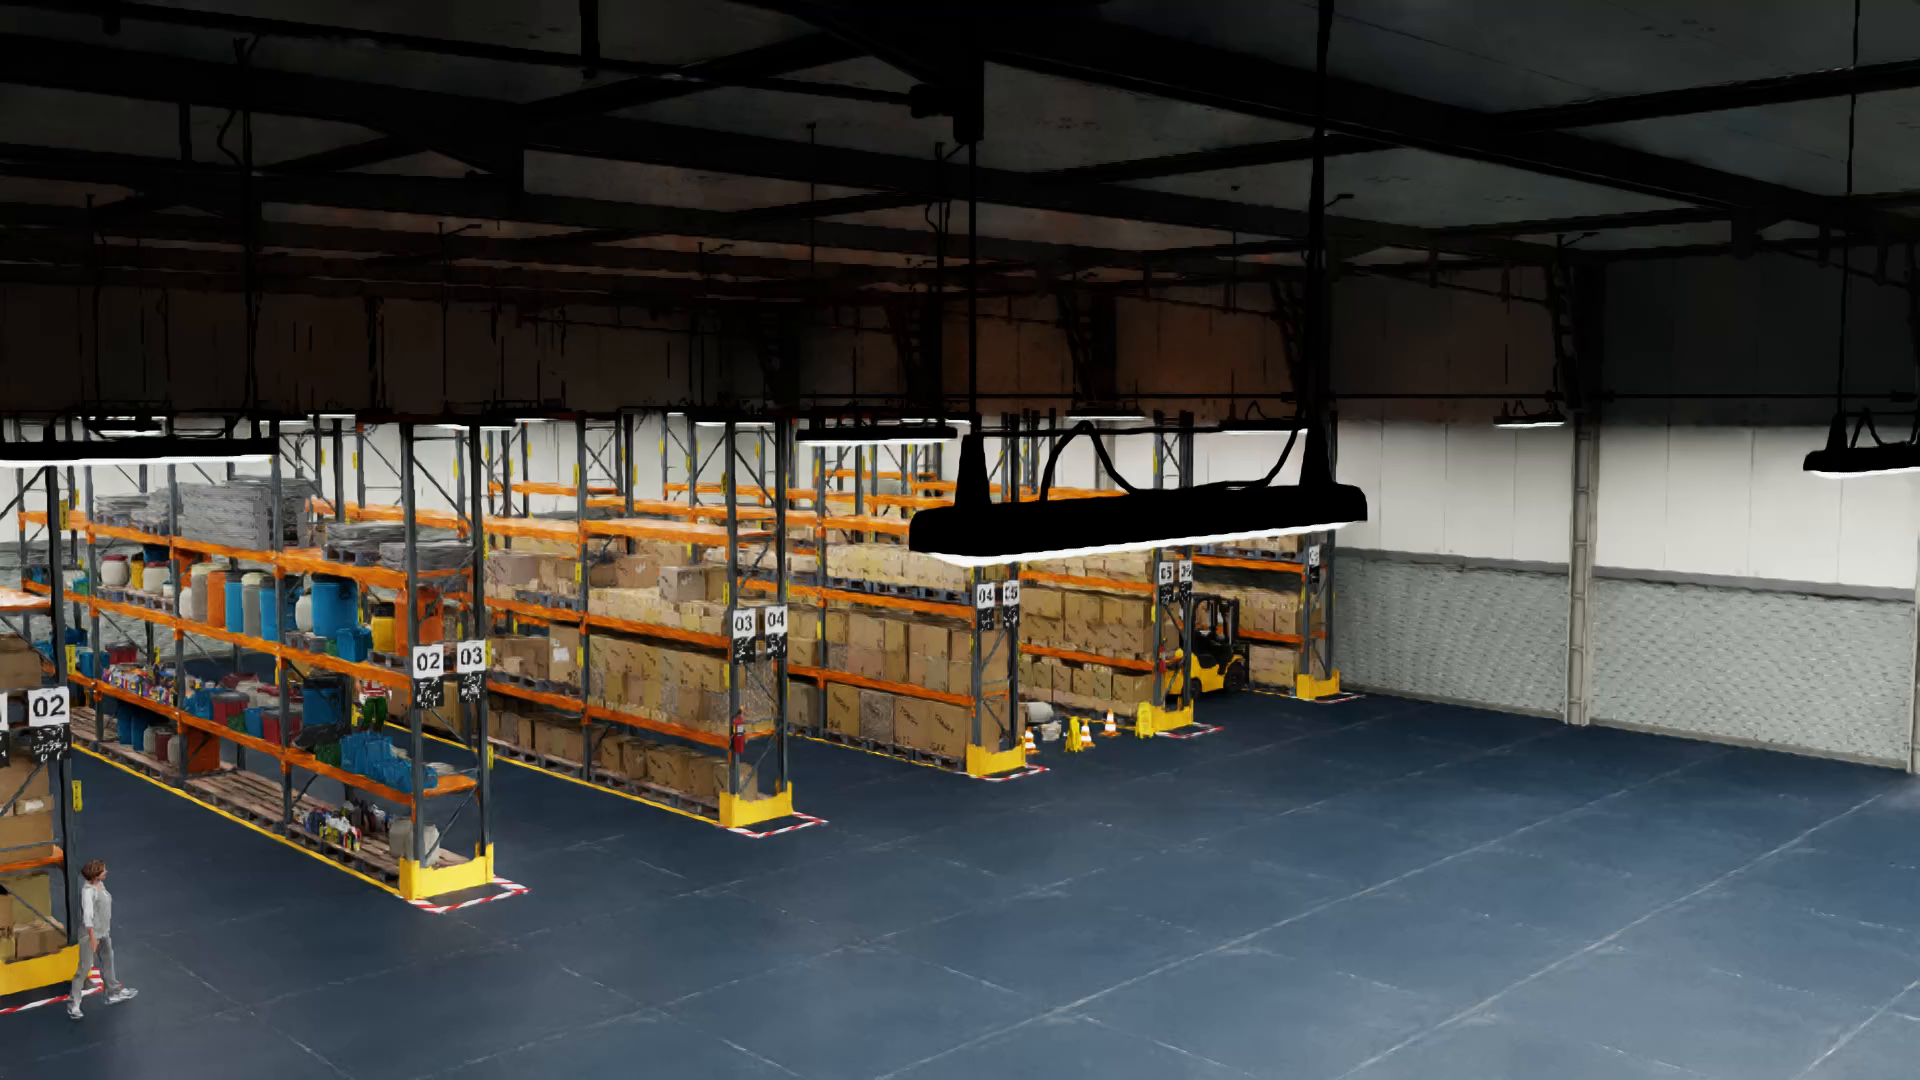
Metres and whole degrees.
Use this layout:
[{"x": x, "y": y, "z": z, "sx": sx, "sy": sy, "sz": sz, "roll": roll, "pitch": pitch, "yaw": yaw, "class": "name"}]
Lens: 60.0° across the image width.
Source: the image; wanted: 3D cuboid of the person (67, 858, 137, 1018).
[{"x": -8.877, "y": 4.041, "z": 17.103, "sx": 0.531, "sy": 1.586, "sz": 0.636, "roll": -1, "pitch": 5, "yaw": -8, "class": "person"}]

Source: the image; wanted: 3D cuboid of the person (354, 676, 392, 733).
[{"x": -10.654, "y": 2.846, "z": 30.250, "sx": 0.552, "sy": 1.741, "sz": 0.677, "roll": 5, "pitch": 7, "yaw": 44, "class": "person"}]
